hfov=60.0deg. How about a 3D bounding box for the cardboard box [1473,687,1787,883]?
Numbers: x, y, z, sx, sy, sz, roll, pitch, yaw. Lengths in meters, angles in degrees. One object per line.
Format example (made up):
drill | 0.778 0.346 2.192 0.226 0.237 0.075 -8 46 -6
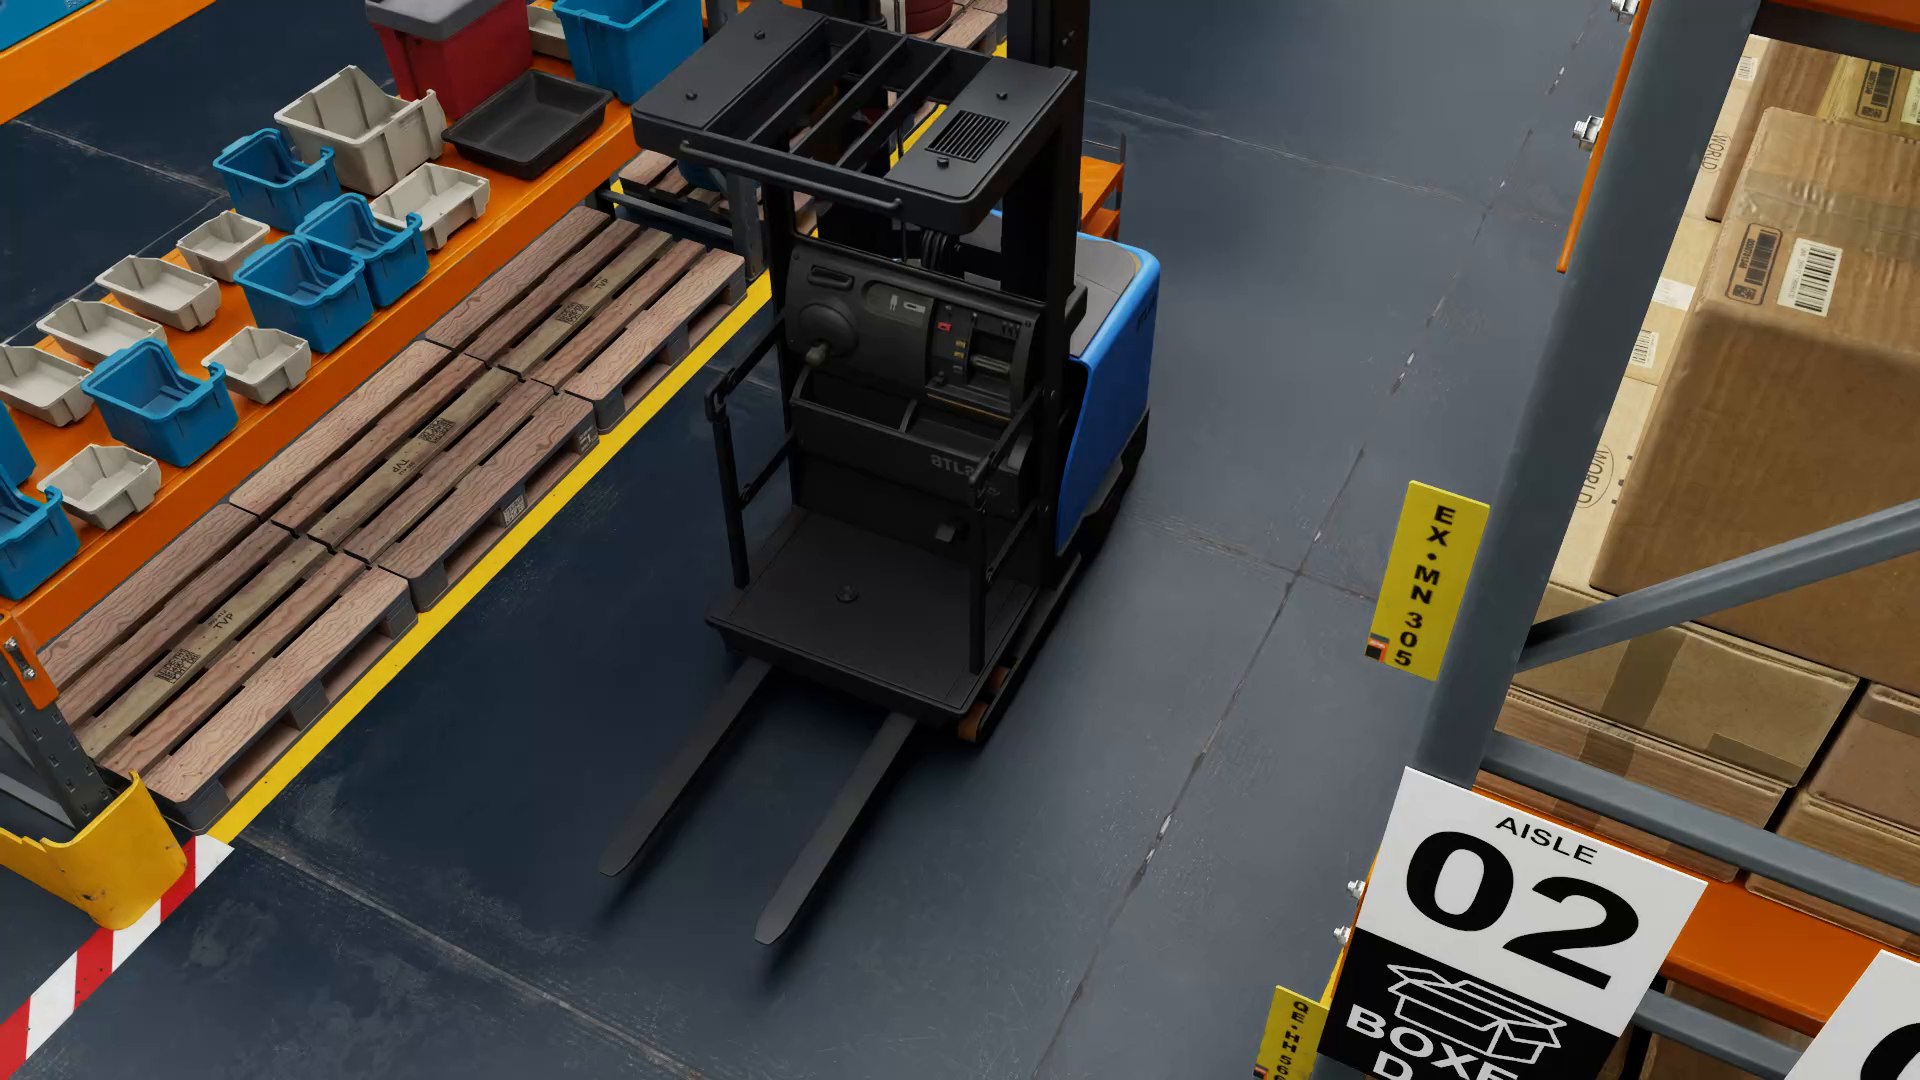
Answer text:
cardboard box | 1.082 0.207 2.712 0.500 0.250 0.500 20 49 19

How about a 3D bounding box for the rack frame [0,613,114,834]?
rack frame | -3.309 -0.018 4.939 1.000 3.000 0.127 20 49 19

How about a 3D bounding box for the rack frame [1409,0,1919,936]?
rack frame | 1.077 -0.489 1.186 1.000 3.000 0.127 20 49 19

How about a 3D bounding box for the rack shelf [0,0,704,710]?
rack shelf | -2.380 -1.025 6.440 1.077 0.370 4.000 20 49 19

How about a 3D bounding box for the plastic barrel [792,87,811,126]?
plastic barrel | -0.856 -2.731 8.800 0.600 0.901 0.708 20 49 19

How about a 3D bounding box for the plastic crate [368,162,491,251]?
plastic crate | -1.994 -1.270 6.319 0.293 0.136 0.466 20 49 19

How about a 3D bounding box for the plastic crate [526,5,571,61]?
plastic crate | -1.795 -2.220 7.259 0.396 0.136 0.243 20 49 19

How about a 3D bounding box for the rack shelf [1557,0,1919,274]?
rack shelf | 2.005 -1.495 2.689 1.077 0.370 4.000 20 49 19

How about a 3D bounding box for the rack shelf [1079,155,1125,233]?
rack shelf | 0.490 -1.451 7.065 0.258 0.148 0.480 19 48 18

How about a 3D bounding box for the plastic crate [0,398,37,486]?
plastic crate | -3.319 -0.324 5.174 0.616 0.435 0.499 20 49 19

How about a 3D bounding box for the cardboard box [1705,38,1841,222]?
cardboard box | 1.745 -0.788 2.817 0.700 0.500 0.500 20 49 19

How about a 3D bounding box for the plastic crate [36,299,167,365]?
plastic crate | -2.943 -0.698 5.754 0.396 0.136 0.243 20 49 19

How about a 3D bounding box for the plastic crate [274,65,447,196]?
plastic crate | -2.324 -1.616 6.559 0.437 0.282 0.530 20 49 19

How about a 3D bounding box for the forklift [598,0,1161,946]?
forklift | -0.271 -0.627 5.588 1.130 2.935 3.031 19 48 18

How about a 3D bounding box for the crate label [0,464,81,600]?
crate label | -2.903 -0.027 5.023 0.416 0.233 0.303 20 49 19

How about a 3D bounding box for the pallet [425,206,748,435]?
pallet | -1.759 -1.082 7.951 1.003 0.211 1.213 20 49 19

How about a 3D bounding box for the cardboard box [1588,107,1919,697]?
cardboard box | 1.301 -0.150 2.187 0.700 0.500 0.500 20 49 19

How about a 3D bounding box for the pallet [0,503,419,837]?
pallet | -2.892 0.455 6.431 1.003 0.211 1.213 20 49 19

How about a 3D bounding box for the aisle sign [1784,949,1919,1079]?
aisle sign | 1.305 0.846 2.257 0.394 0.787 0.004 20 49 19

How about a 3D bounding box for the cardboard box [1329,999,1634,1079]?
cardboard box | 1.040 0.862 3.296 0.500 0.500 0.500 20 49 19

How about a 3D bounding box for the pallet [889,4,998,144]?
pallet | -0.492 -2.802 9.650 1.003 0.211 1.213 20 49 19

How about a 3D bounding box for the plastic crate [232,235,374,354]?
plastic crate | -2.291 -0.857 5.843 0.416 0.233 0.300 20 49 19

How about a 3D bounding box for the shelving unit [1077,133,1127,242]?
shelving unit | 0.489 -1.173 7.343 0.258 1.200 0.503 19 48 18

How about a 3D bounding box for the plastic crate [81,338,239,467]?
plastic crate | -2.597 -0.442 5.433 0.416 0.233 0.300 20 49 19

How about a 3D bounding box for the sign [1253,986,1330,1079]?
sign | 0.595 0.906 2.989 0.100 0.325 0.005 20 49 19

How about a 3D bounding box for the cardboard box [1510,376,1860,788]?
cardboard box | 1.089 0.034 2.532 0.500 0.250 0.500 20 49 19

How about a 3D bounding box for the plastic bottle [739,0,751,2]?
plastic bottle | -0.983 -2.661 7.585 0.144 0.351 0.185 20 49 19

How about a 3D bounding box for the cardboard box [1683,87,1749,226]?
cardboard box | 1.557 -0.594 3.153 0.500 0.250 0.500 20 49 19

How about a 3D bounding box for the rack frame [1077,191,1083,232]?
rack frame | 0.384 -1.018 7.187 0.240 1.200 0.015 19 48 18

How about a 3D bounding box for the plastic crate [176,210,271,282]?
plastic crate | -2.715 -1.074 6.126 0.298 0.136 0.250 20 49 19

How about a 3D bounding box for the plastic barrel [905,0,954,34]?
plastic barrel | -0.331 -3.333 9.615 0.600 0.588 0.708 20 49 19
